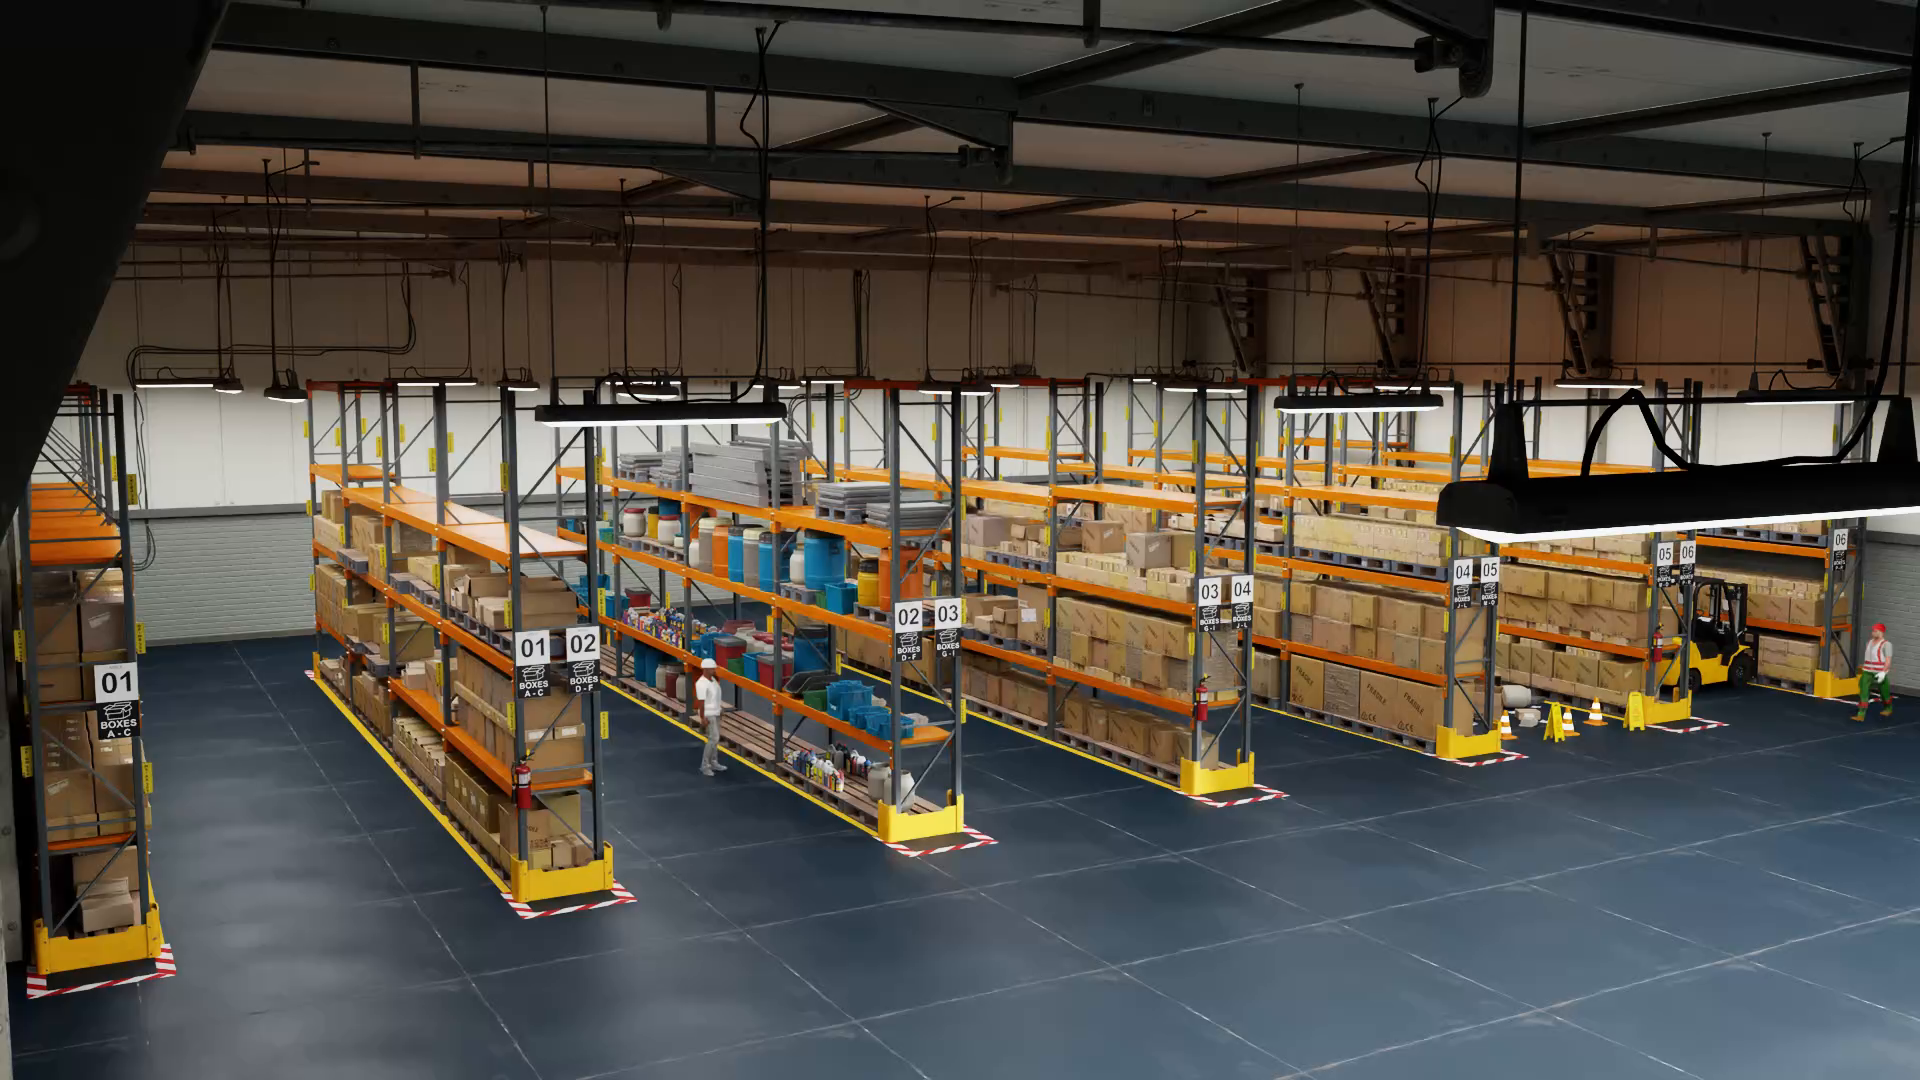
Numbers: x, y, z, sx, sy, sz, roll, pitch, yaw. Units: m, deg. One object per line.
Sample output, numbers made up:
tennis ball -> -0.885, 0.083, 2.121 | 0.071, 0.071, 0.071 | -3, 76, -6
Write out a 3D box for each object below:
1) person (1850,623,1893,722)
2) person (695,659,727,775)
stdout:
person -> 16.204, 2.342, 29.399 | 1.088, 1.748, 0.494 | -6, 9, -45
person -> -3.849, 2.744, 25.828 | 0.420, 1.823, 0.601 | 1, 6, 10
